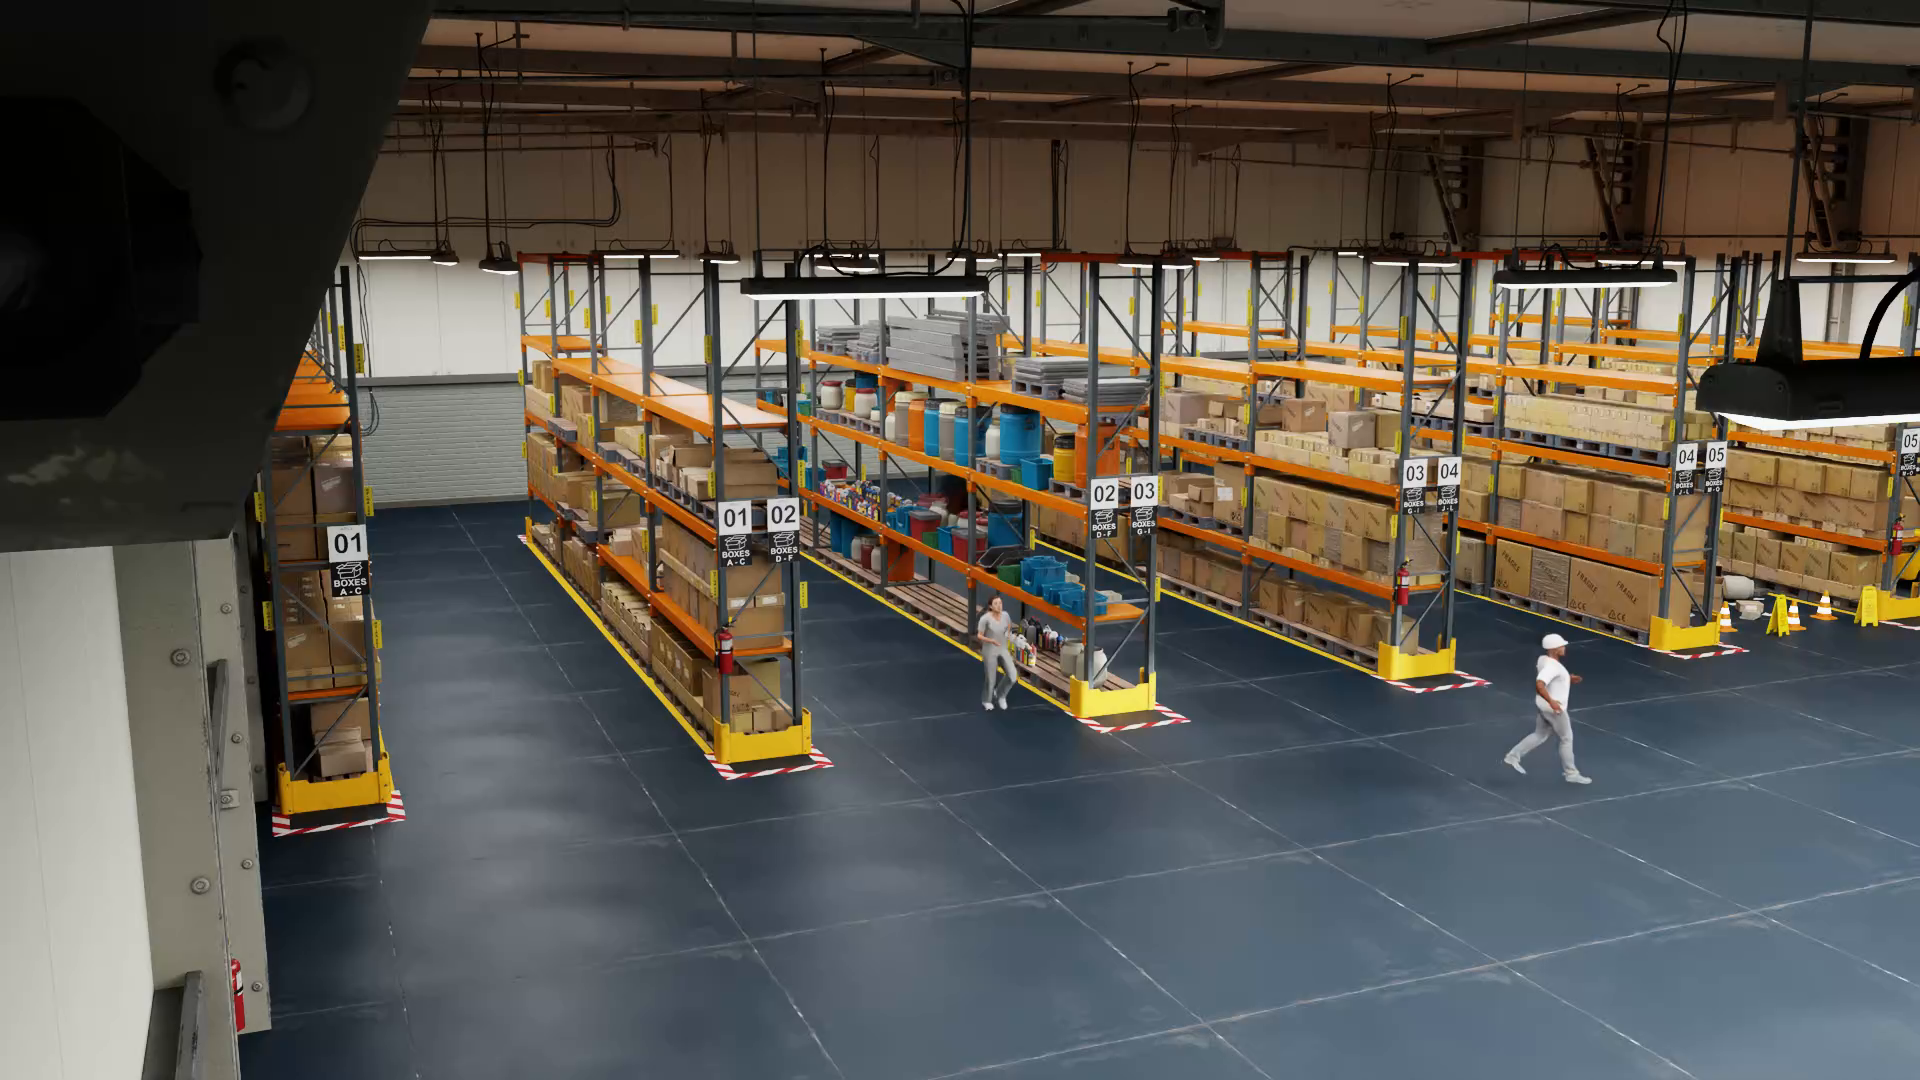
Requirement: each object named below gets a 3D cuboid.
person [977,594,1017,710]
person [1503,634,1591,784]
[{"bbox_3d":[0.483,1.509,22.226,0.568,1.617,0.715,-4,11,-22],"label":"person"},{"bbox_3d":[6.874,1.950,19.320,0.987,1.755,0.699,0,10,3],"label":"person"}]
